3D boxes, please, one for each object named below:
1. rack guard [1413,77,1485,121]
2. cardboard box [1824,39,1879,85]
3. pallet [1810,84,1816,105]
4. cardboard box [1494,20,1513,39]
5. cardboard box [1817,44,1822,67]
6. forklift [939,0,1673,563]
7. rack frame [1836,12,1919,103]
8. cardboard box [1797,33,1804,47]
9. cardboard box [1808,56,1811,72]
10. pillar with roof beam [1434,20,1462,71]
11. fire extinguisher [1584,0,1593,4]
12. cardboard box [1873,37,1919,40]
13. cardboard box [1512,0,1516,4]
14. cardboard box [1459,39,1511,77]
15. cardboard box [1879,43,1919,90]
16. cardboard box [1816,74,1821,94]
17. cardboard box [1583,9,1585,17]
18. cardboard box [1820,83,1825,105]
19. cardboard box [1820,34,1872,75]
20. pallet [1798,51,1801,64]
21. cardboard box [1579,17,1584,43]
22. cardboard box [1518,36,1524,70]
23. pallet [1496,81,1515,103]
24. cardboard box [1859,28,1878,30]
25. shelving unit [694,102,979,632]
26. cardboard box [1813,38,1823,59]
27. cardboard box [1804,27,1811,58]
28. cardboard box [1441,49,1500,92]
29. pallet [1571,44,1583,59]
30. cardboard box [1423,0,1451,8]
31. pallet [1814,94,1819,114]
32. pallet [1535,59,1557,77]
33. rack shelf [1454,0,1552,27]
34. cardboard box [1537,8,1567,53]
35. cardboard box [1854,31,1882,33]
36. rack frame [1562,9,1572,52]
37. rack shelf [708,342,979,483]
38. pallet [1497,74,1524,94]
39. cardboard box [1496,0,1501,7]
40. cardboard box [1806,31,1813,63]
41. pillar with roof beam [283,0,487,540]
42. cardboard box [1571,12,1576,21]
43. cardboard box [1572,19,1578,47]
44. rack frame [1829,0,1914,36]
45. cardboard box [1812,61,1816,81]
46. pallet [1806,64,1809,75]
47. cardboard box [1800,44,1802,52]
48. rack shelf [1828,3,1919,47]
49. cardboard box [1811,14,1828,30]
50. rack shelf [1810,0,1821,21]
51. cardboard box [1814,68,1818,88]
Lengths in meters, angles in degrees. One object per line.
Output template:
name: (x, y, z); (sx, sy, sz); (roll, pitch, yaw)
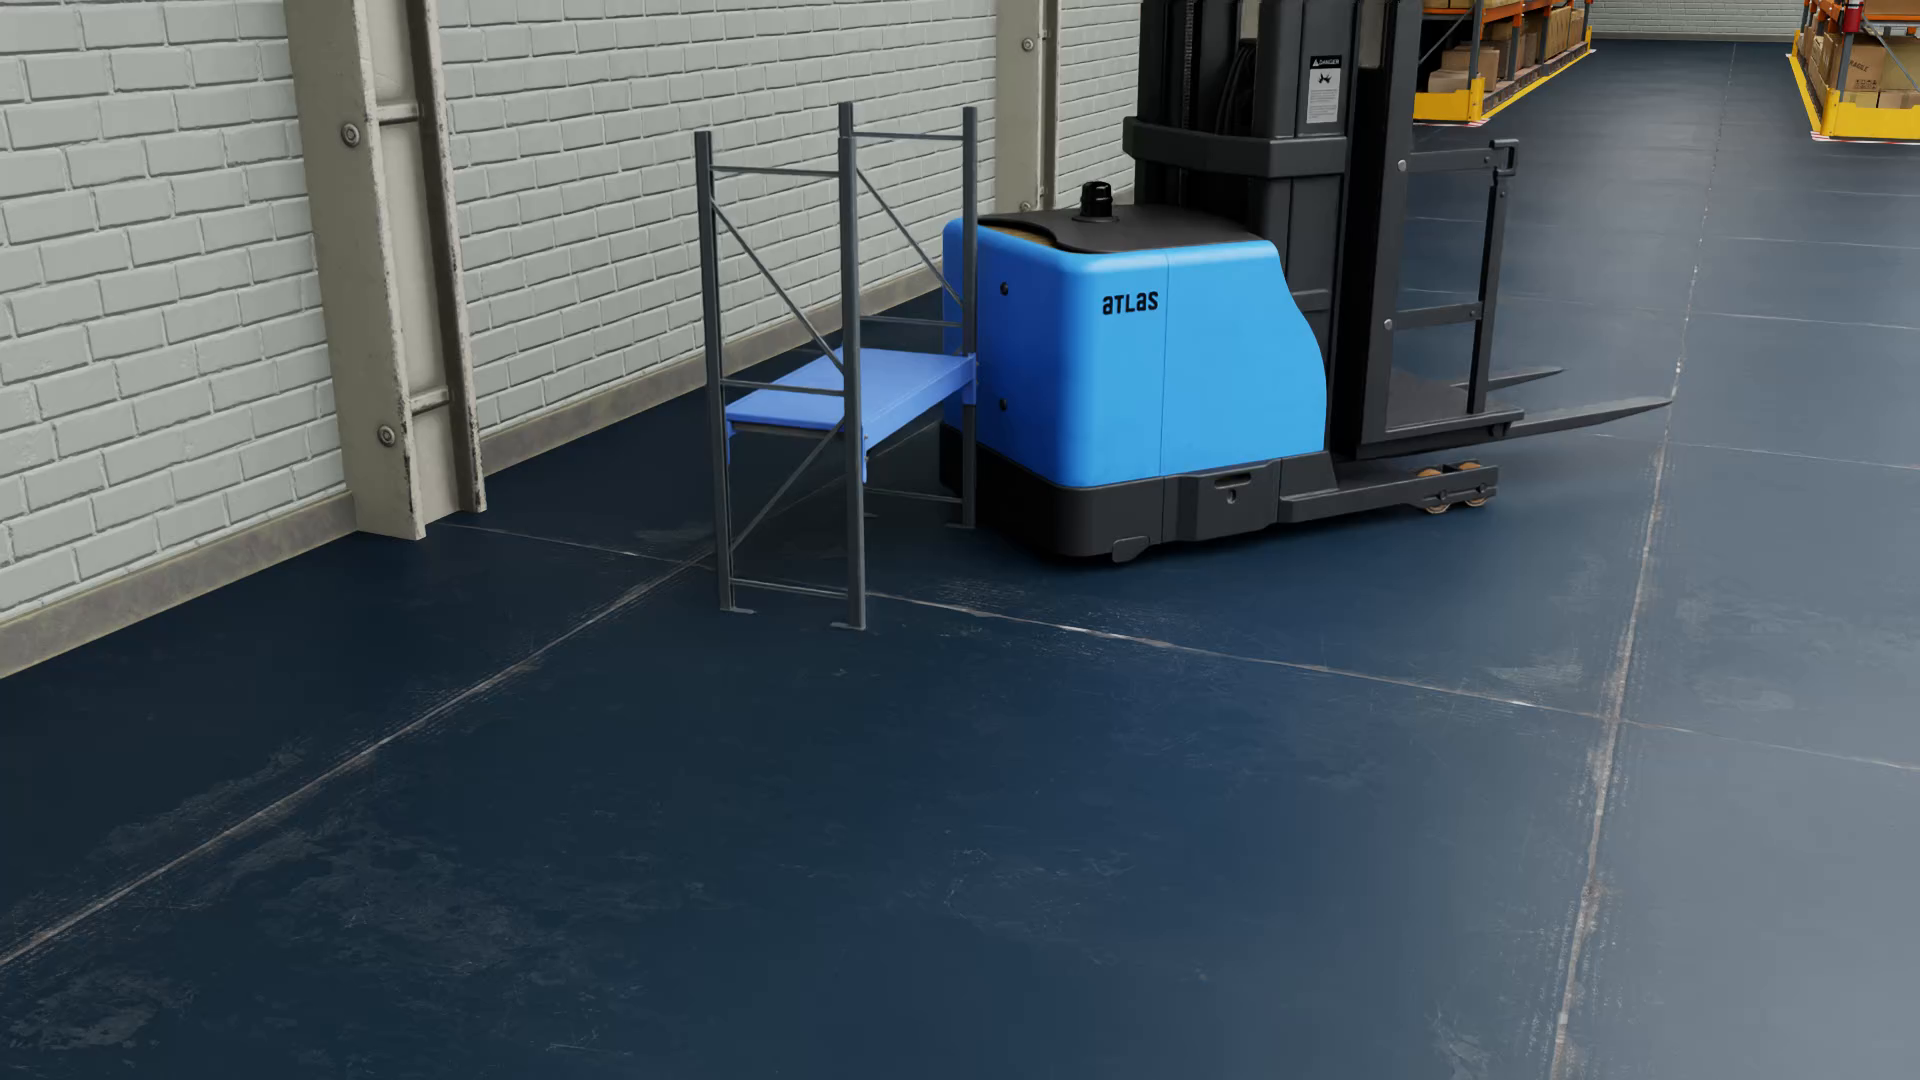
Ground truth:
rack guard: (5.895, -5.509, 20.712); (1.175, 0.500, 0.348); (9, 21, 23)
cardboard box: (10.729, -5.753, 20.026); (0.500, 0.500, 0.500); (9, 21, 23)
pallet: (12.288, -6.124, 22.874); (1.003, 0.211, 1.213); (9, 21, 23)
cardboard box: (8.175, -7.791, 25.354); (0.500, 0.250, 0.500); (8, 21, 21)
cardboard box: (12.134, -6.697, 22.963); (0.500, 0.311, 0.500); (9, 22, 24)
forklift: (1.475, -1.626, 6.168); (3.031, 2.935, 1.130); (-9, 22, -25)
rack frame: (10.384, -5.985, 18.320); (1.000, 3.000, 0.127); (9, 21, 23)
cardboard box: (16.250, -9.507, 31.673); (0.500, 0.250, 0.500); (9, 21, 23)
cardboard box: (13.178, -7.213, 25.250); (0.500, 0.250, 0.500); (8, 21, 23)
pillar with roof beam: (11.745, -11.066, 23.655); (9.100, 9.000, 0.400); (9, 21, 23)
fire extinguisher: (12.898, -11.325, 34.008); (0.296, 0.674, 0.183); (9, 21, 23)
cardboard box: (11.615, -5.987, 20.684); (0.500, 0.500, 0.500); (9, 21, 23)
cardboard box: (7.181, -7.331, 22.301); (0.500, 0.250, 0.500); (8, 21, 22)
cardboard box: (7.788, -7.143, 24.651); (0.700, 0.500, 0.500); (9, 22, 25)
cardboard box: (11.010, -5.527, 19.390); (0.500, 0.500, 0.500); (9, 21, 23)
cardboard box: (11.346, -5.857, 21.439); (0.500, 0.250, 0.500); (9, 21, 23)
cardboard box: (12.334, -10.588, 33.400); (0.380, 0.149, 0.250); (8, 21, 22)
cardboard box: (10.731, -5.399, 20.150); (0.500, 0.250, 0.500); (9, 21, 23)
cardboard box: (11.349, -6.210, 21.312); (0.500, 0.500, 0.500); (9, 21, 23)
pallet: (16.079, -8.923, 30.745); (1.003, 0.211, 1.213); (9, 21, 23)
cardboard box: (12.220, -10.347, 33.690); (0.700, 0.500, 0.500); (9, 21, 23)
cardboard box: (8.398, -7.614, 25.975); (0.700, 0.500, 0.500); (8, 21, 22)
pallet: (7.259, -6.362, 23.543); (1.003, 0.211, 1.213); (9, 21, 23)
cardboard box: (15.358, -8.492, 28.445); (0.500, 0.500, 0.500); (8, 21, 22)
shelving unit: (-0.356, -0.614, 5.456); (0.538, 1.500, 1.048); (7, 21, 19)
cardboard box: (12.760, -7.160, 24.264); (0.500, 0.311, 0.500); (8, 21, 21)
cardboard box: (14.878, -8.568, 28.658); (0.500, 0.500, 0.500); (8, 21, 20)
cardboard box: (6.808, -6.284, 22.235); (0.700, 0.500, 0.500); (7, 21, 19)
pallet: (11.658, -9.614, 32.686); (1.003, 0.211, 1.213); (9, 21, 23)
cardboard box: (5.878, -6.771, 20.727); (0.500, 0.250, 0.500); (9, 21, 23)
pallet: (11.658, -5.656, 21.558); (1.003, 0.211, 1.213); (9, 21, 23)
pallet: (9.531, -8.026, 28.221); (1.003, 0.211, 1.213); (9, 21, 23)
rack shelf: (8.320, -8.158, 25.506); (1.077, 0.370, 4.000); (9, 21, 23)
cardboard box: (10.269, -9.028, 29.459); (0.750, 0.750, 0.750); (9, 22, 24)
cardboard box: (14.736, -8.033, 27.155); (0.500, 0.500, 0.500); (8, 21, 21)
rack frame: (10.777, -10.331, 30.543); (1.000, 3.000, 0.127); (9, 21, 23)
rack shelf: (-0.356, -0.444, 5.516); (0.538, 0.185, 1.000); (7, 21, 19)
pallet: (7.819, -6.810, 24.803); (1.003, 0.211, 1.213); (9, 21, 23)
cardboard box: (6.553, -6.868, 20.999); (0.500, 0.250, 0.500); (8, 21, 21)
cardboard box: (14.251, -8.097, 27.335); (0.500, 0.500, 0.500); (8, 21, 21)
pillar with roof beam: (1.918, -3.729, 3.025); (9.100, 9.000, 0.400); (9, 21, 23)
cardboard box: (11.484, -9.951, 31.610); (0.380, 0.149, 0.250); (9, 22, 25)
cardboard box: (11.598, -9.876, 32.366); (0.700, 0.500, 0.500); (9, 22, 24)
rack frame: (12.022, -7.207, 21.758); (1.000, 3.000, 0.127); (9, 21, 23)
cardboard box: (12.555, -6.742, 23.928); (0.500, 0.250, 0.500); (9, 21, 24)
pallet: (14.501, -7.711, 27.336); (1.003, 0.211, 1.213); (9, 21, 23)
cardboard box: (15.372, -8.853, 29.984); (0.380, 0.149, 0.250); (9, 21, 23)
rack shelf: (11.203, -6.257, 20.160); (1.077, 0.370, 4.000); (9, 21, 23)
cardboard box: (14.468, -8.616, 27.673); (0.500, 0.250, 0.500); (9, 21, 23)
rack shelf: (14.479, -8.703, 27.036); (1.077, 0.370, 4.000); (9, 21, 23)
cardboard box: (11.928, -6.276, 22.617); (0.500, 0.250, 0.500); (8, 21, 22)
